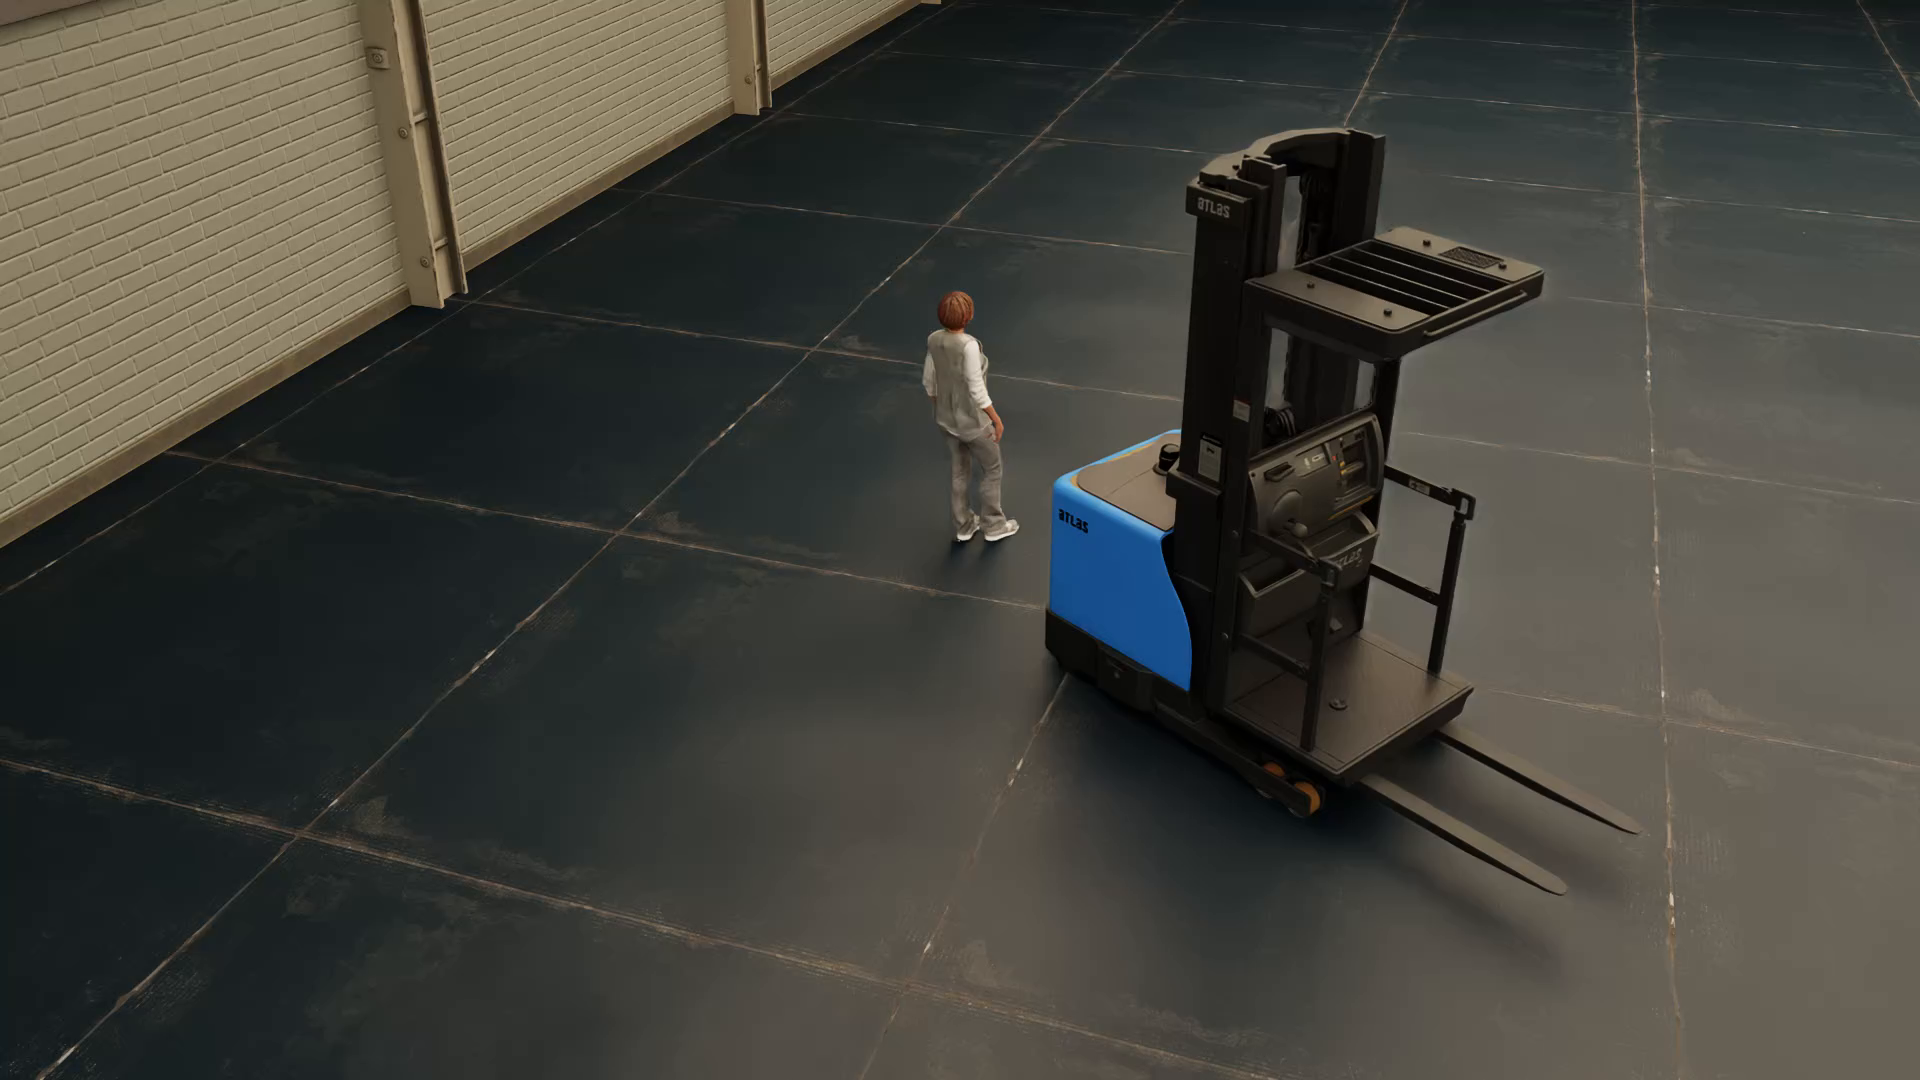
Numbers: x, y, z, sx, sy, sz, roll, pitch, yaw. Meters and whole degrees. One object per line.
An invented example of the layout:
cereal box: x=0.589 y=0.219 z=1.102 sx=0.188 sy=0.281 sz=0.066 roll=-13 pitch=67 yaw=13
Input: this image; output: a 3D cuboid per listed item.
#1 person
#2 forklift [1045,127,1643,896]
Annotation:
person: x=0.093 y=-0.729 z=9.774 sx=0.489 sy=1.588 sz=0.528 roll=-25 pitch=38 yaw=-36
forklift: x=1.800 y=-0.255 z=7.584 sx=1.130 sy=2.935 sz=3.031 roll=-23 pitch=37 yaw=-35
